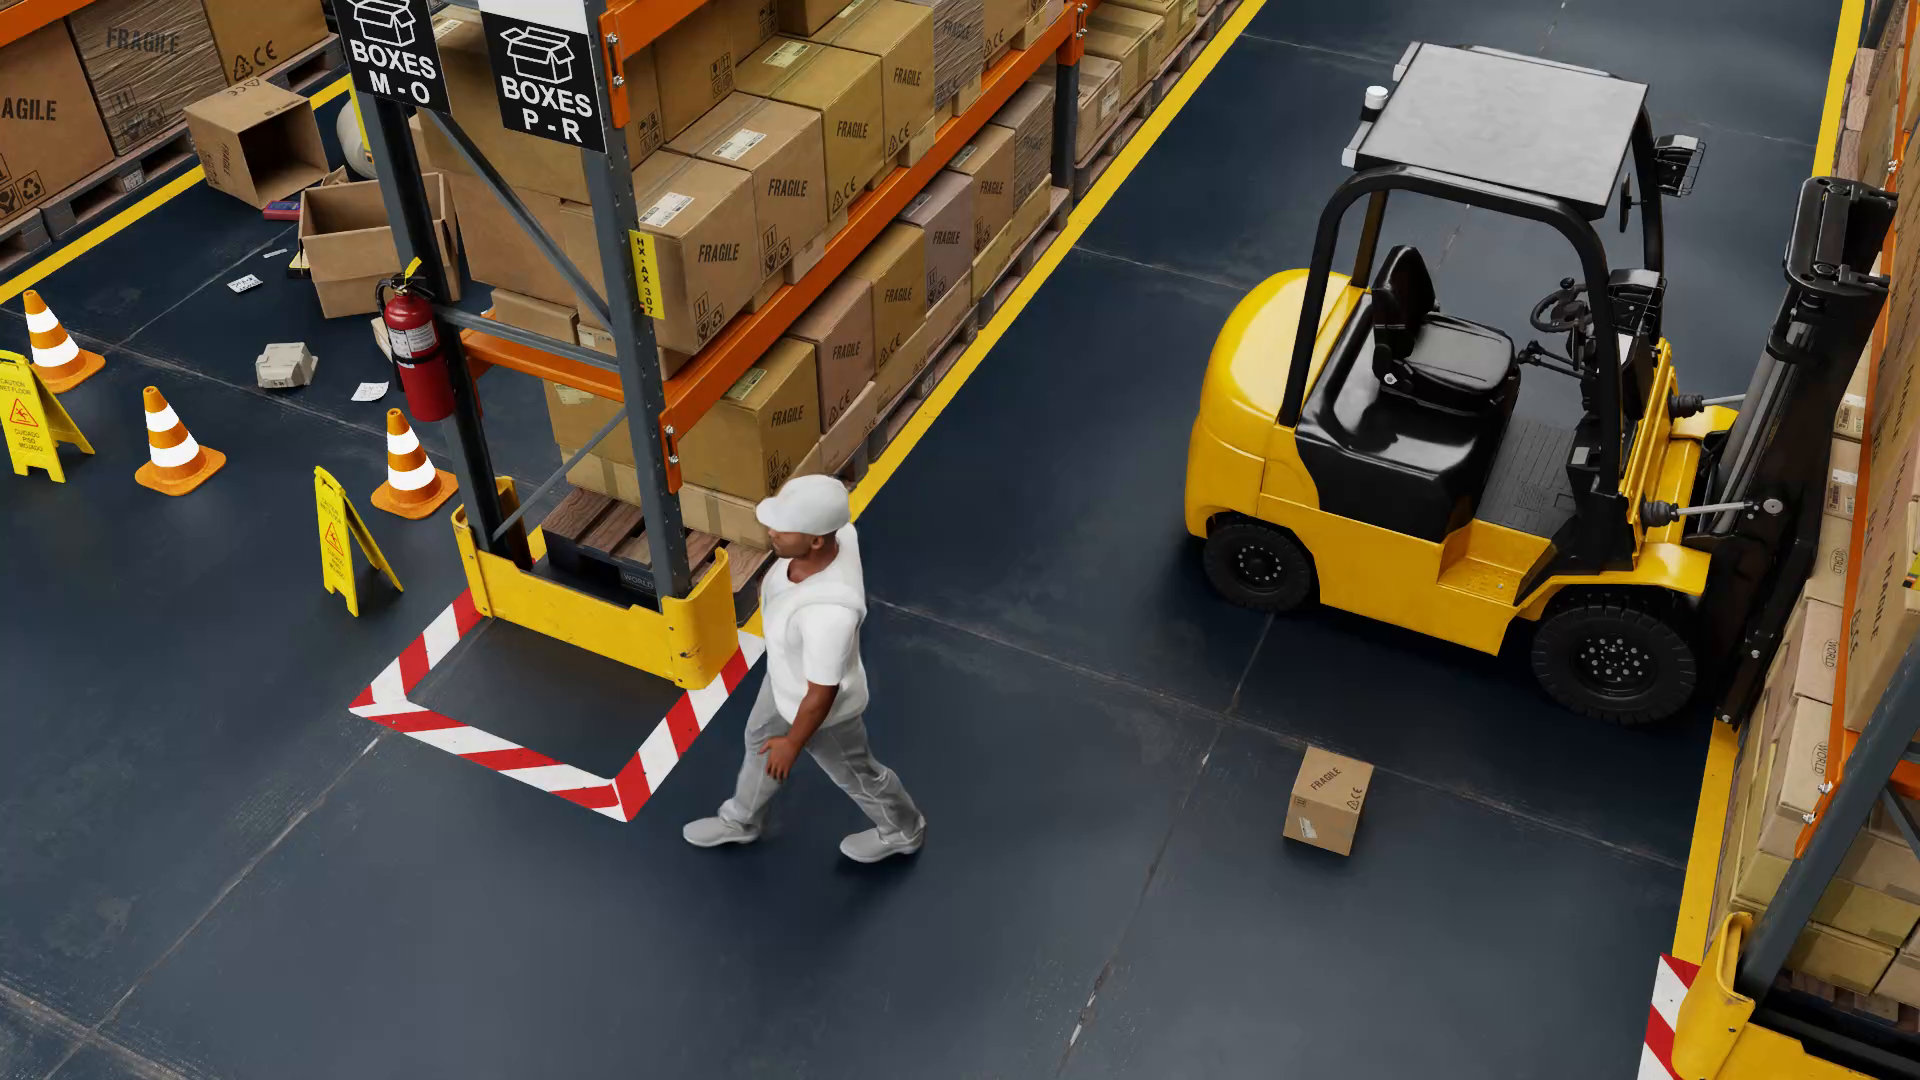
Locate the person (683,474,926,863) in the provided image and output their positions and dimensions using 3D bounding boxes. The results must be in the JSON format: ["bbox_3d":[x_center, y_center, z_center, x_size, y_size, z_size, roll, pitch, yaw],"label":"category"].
[{"bbox_3d":[-0.566,0.504,5.572,0.884,1.758,0.610,-8,42,-9],"label":"person"}]
